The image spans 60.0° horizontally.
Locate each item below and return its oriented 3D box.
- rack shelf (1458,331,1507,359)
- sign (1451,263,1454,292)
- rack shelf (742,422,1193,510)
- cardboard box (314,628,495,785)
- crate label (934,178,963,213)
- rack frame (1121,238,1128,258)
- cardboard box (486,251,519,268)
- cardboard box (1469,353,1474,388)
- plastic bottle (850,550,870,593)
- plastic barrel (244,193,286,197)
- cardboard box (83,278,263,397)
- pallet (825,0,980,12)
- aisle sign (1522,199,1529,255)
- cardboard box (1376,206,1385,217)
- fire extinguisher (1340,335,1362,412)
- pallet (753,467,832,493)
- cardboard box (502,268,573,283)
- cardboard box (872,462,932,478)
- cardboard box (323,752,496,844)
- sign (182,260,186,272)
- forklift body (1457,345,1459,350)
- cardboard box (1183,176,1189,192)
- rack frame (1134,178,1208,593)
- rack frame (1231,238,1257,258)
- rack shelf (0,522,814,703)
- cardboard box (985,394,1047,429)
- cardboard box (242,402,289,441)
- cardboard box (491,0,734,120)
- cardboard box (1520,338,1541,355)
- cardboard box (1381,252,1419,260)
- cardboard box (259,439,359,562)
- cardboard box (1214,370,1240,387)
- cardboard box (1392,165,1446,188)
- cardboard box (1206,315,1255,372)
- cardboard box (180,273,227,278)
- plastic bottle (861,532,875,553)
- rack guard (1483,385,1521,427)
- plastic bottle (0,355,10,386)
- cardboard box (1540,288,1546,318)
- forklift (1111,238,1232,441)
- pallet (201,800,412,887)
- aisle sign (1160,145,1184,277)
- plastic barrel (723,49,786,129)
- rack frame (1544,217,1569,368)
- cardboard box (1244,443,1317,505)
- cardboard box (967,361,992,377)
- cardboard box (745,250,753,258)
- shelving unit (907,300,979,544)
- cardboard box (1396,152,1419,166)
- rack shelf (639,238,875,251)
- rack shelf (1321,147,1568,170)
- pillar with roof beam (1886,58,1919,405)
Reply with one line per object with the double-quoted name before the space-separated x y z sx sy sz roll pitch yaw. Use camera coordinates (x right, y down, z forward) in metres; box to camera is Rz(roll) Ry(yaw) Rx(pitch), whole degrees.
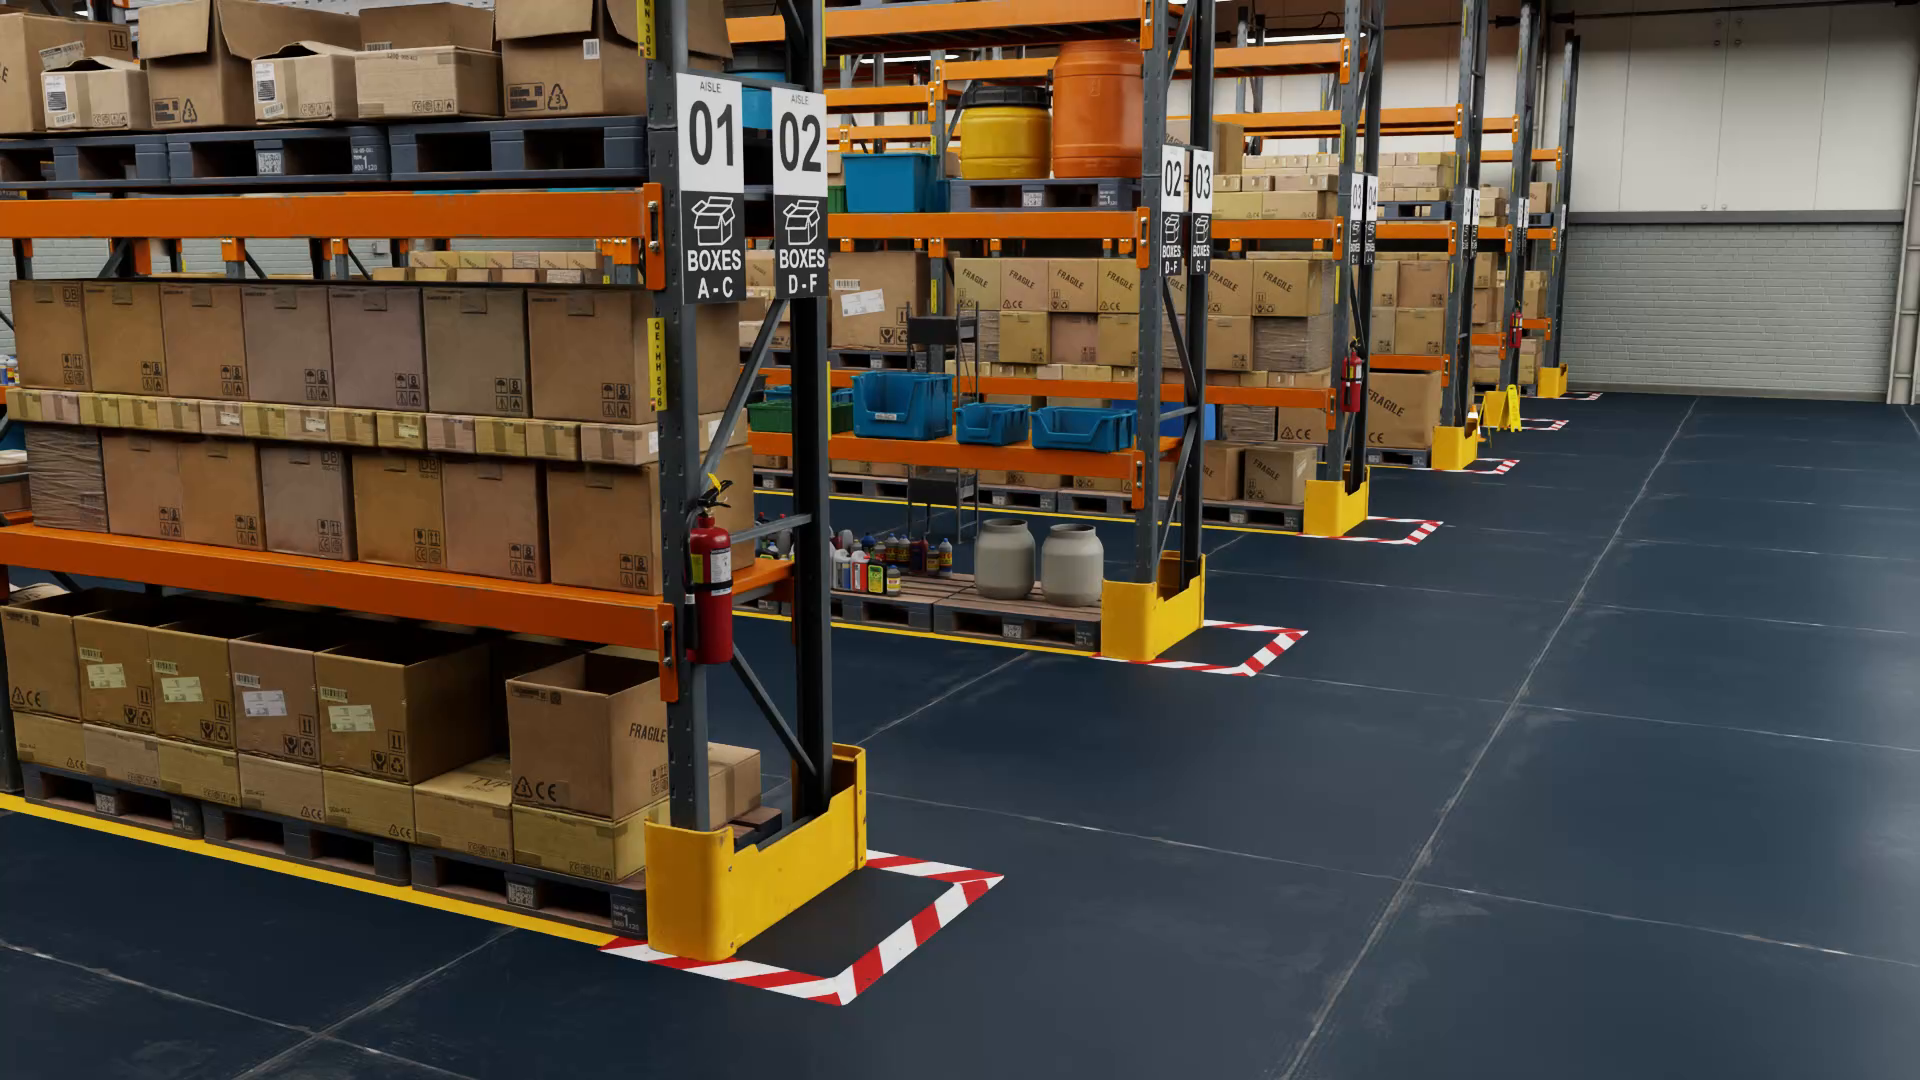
"rack shelf" 6.165 -2.986 24.882 4.000 0.370 1.077 5 11 26
"sign" 5.607 -2.985 18.938 0.005 0.325 0.100 5 11 26
"rack shelf" -0.411 -0.613 11.767 4.000 0.370 1.077 5 11 26
"cardboard box" -2.329 0.688 6.996 0.500 0.500 0.500 5 11 26
"crate label" -0.150 -2.412 11.684 0.408 0.251 0.502 5 11 26
"rack frame" 2.272 -2.700 21.277 0.127 3.000 1.000 5 11 26
"cardboard box" -6.834 -4.132 25.269 0.500 0.500 0.500 5 11 24
"cardboard box" 7.336 -2.515 24.693 0.500 0.500 0.500 5 11 24
"plastic bottle" -0.673 0.216 11.582 0.135 0.276 0.152 5 11 26
"plastic barrel" -5.649 -2.897 13.632 0.421 0.512 0.421 0 10 0
"cardboard box" -3.545 -0.947 7.673 0.500 0.500 0.700 5 11 26
"pallet" -0.355 -3.630 11.227 1.213 0.211 1.003 5 11 26
"aisle sign" 8.151 -4.507 23.963 0.004 0.787 0.394 5 11 26
"cardboard box" 6.009 -4.848 24.312 0.500 0.250 0.500 5 11 26
"fire extinguisher" 3.473 -1.479 14.753 0.183 0.674 0.296 5 11 26
"pallet" -1.810 -0.700 18.060 1.213 0.211 1.003 5 11 26
"cardboard box" -4.832 -2.885 19.206 0.637 0.503 0.797 5 12 27
"cardboard box" -0.554 -0.954 17.414 0.500 0.500 0.700 4 11 21
"cardboard box" -2.327 1.056 7.066 0.500 0.250 0.500 5 11 26
"sign" -10.522 -3.633 22.517 0.005 0.325 0.100 5 11 26
"forklift body" 7.644 -3.416 27.621 1.214 2.155 2.313 5 11 26
"cardboard box" 2.023 -3.274 15.332 0.250 0.149 0.380 4 11 23
"rack frame" 1.382 -0.809 10.832 0.127 3.000 1.000 5 11 26
"rack frame" 4.372 -3.498 25.689 0.127 3.000 1.000 5 11 26
"rack shelf" -2.606 0.178 7.397 4.000 0.370 1.077 5 11 26
"cardboard box" 0.812 -1.910 22.054 0.750 0.750 1.050 5 11 26
"cardboard box" -2.854 -0.528 7.178 0.250 0.149 0.380 5 11 25
"cardboard box" -1.326 -1.867 6.390 0.637 0.503 0.797 6 12 30
"cardboard box" 9.601 -3.308 28.373 0.500 0.250 0.500 5 12 28
"cardboard box" 6.451 -3.941 24.211 0.500 0.500 0.700 5 11 25
"cardboard box" -2.615 -0.228 7.340 0.500 0.500 0.700 5 12 28
"cardboard box" 2.539 -1.519 15.462 0.250 0.149 0.380 5 11 26
"cardboard box" 5.297 -4.183 19.175 0.500 0.250 0.500 5 11 27
"cardboard box" 2.591 -1.864 15.543 0.500 0.500 0.875 5 11 26
"cardboard box" -9.548 -3.142 21.204 0.500 0.500 0.500 5 11 24
"plastic bottle" -0.685 0.073 12.381 0.097 0.271 0.097 0 10 0
"rack guard" 7.891 -1.959 24.203 0.348 0.500 1.175 5 11 26
"plastic bottle" -8.804 -1.567 15.371 0.135 0.276 0.152 5 11 26
"cardboard box" 9.830 -4.108 28.781 0.500 0.500 0.500 5 12 28
"forklift" 2.504 -2.278 19.141 1.130 2.935 3.031 3 11 15
"pallet" -2.607 1.204 7.539 1.213 0.211 1.003 5 11 26
"aisle sign" 1.315 -2.035 10.307 0.004 0.787 0.394 5 11 26
"plastic barrel" -1.360 -2.958 11.696 0.708 0.901 0.600 5 11 26
"rack frame" 10.152 -3.976 28.329 0.127 3.000 1.000 5 11 26
"cardboard box" 3.021 -0.629 15.674 0.500 0.500 0.500 8 13 36
"cardboard box" 0.265 -1.705 16.487 0.250 0.149 0.380 5 11 26
"cardboard box" -3.627 -5.022 29.198 0.250 0.149 0.380 5 11 26
"shelving unit" -0.148 -1.046 14.669 0.503 2.100 0.431 5 11 26
"cardboard box" 5.184 -4.377 19.131 0.250 0.149 0.380 5 11 26
"rack shelf" -3.109 -4.294 23.686 4.000 0.370 1.077 5 11 26
"rack shelf" 8.358 -6.535 28.766 4.000 0.370 1.077 5 11 26
"pillar with roof beam" 13.402 -5.966 22.482 0.548 9.000 9.100 5 11 26
